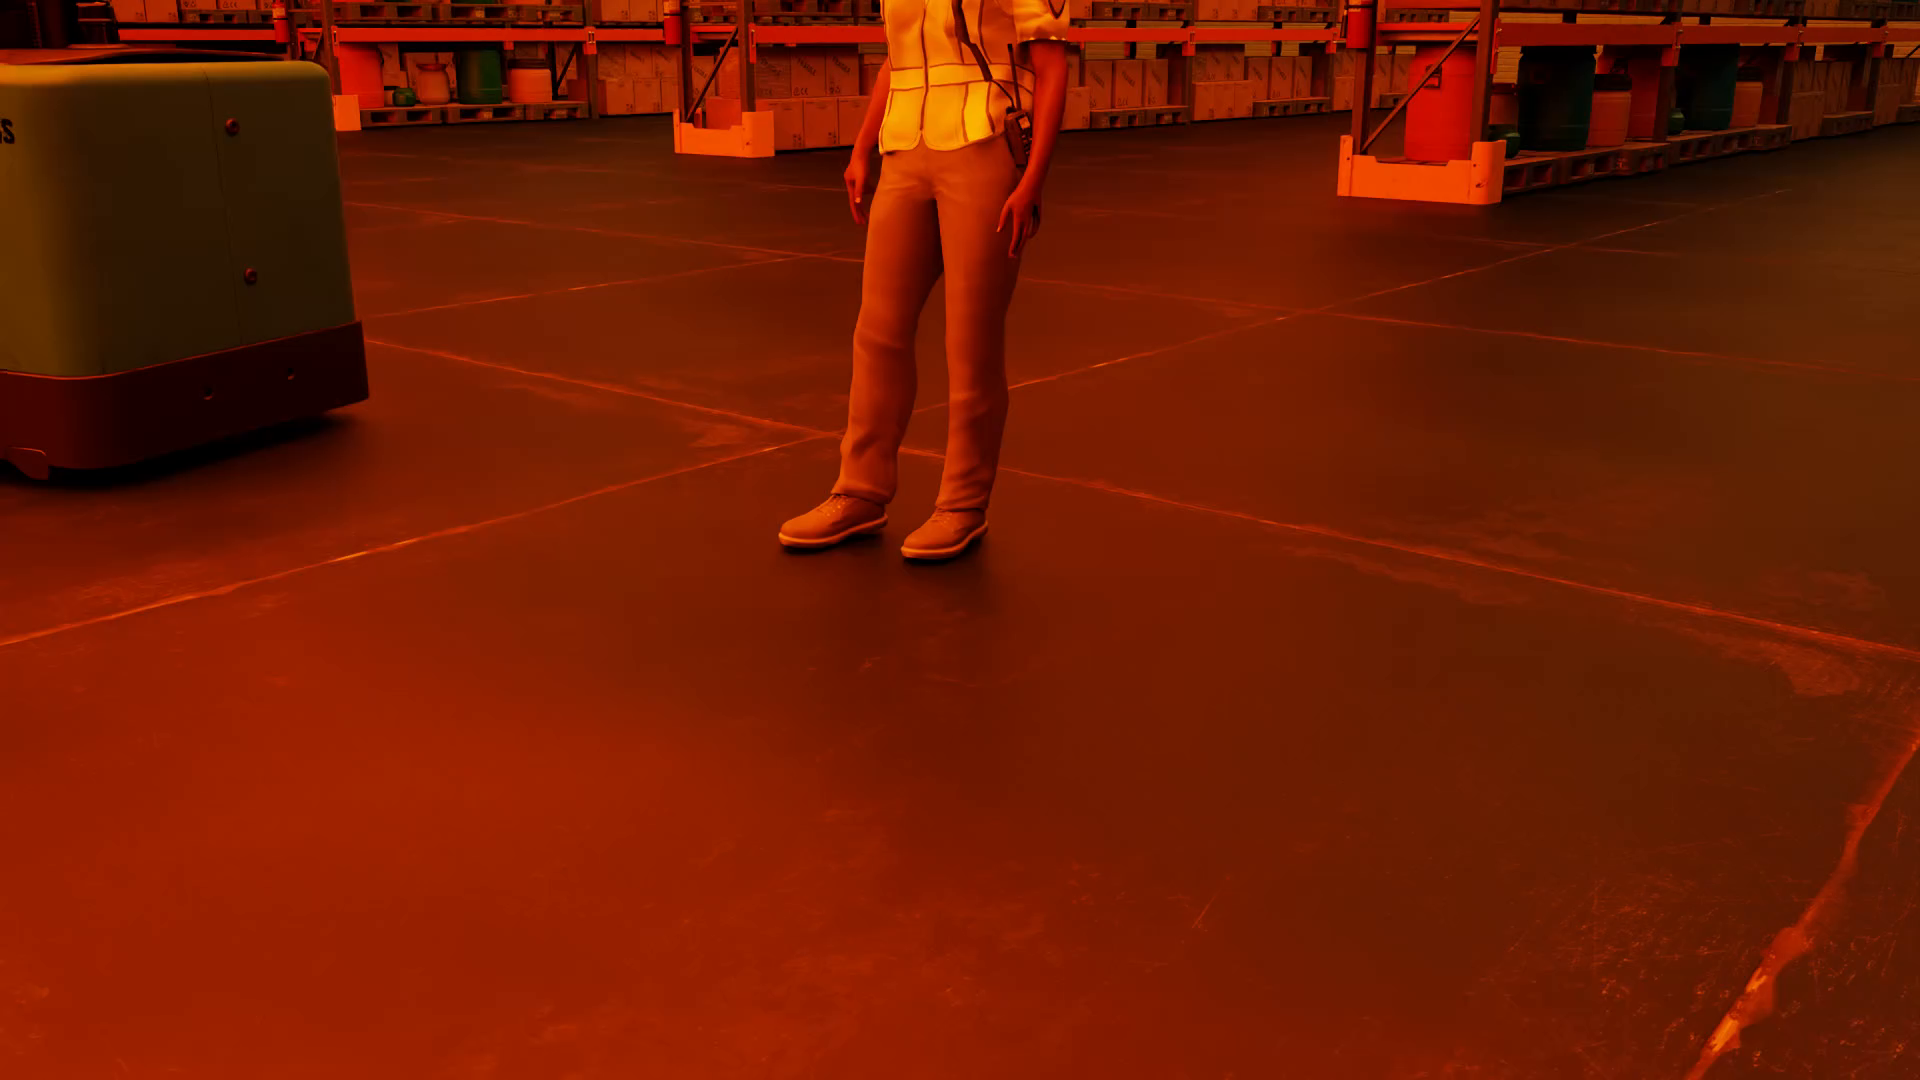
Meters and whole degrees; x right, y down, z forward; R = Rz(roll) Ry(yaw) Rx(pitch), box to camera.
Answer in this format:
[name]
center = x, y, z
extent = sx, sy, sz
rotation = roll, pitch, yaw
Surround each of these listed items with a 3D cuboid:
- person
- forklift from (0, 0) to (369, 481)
[person]
center = -0.063, -0.805, 3.650
extent = 0.569, 1.695, 0.528
rotation = 13, 21, 37
[forklift]
center = -3.393, -1.818, 4.885
extent = 3.031, 2.935, 1.130
rotation = 7, 18, 22
